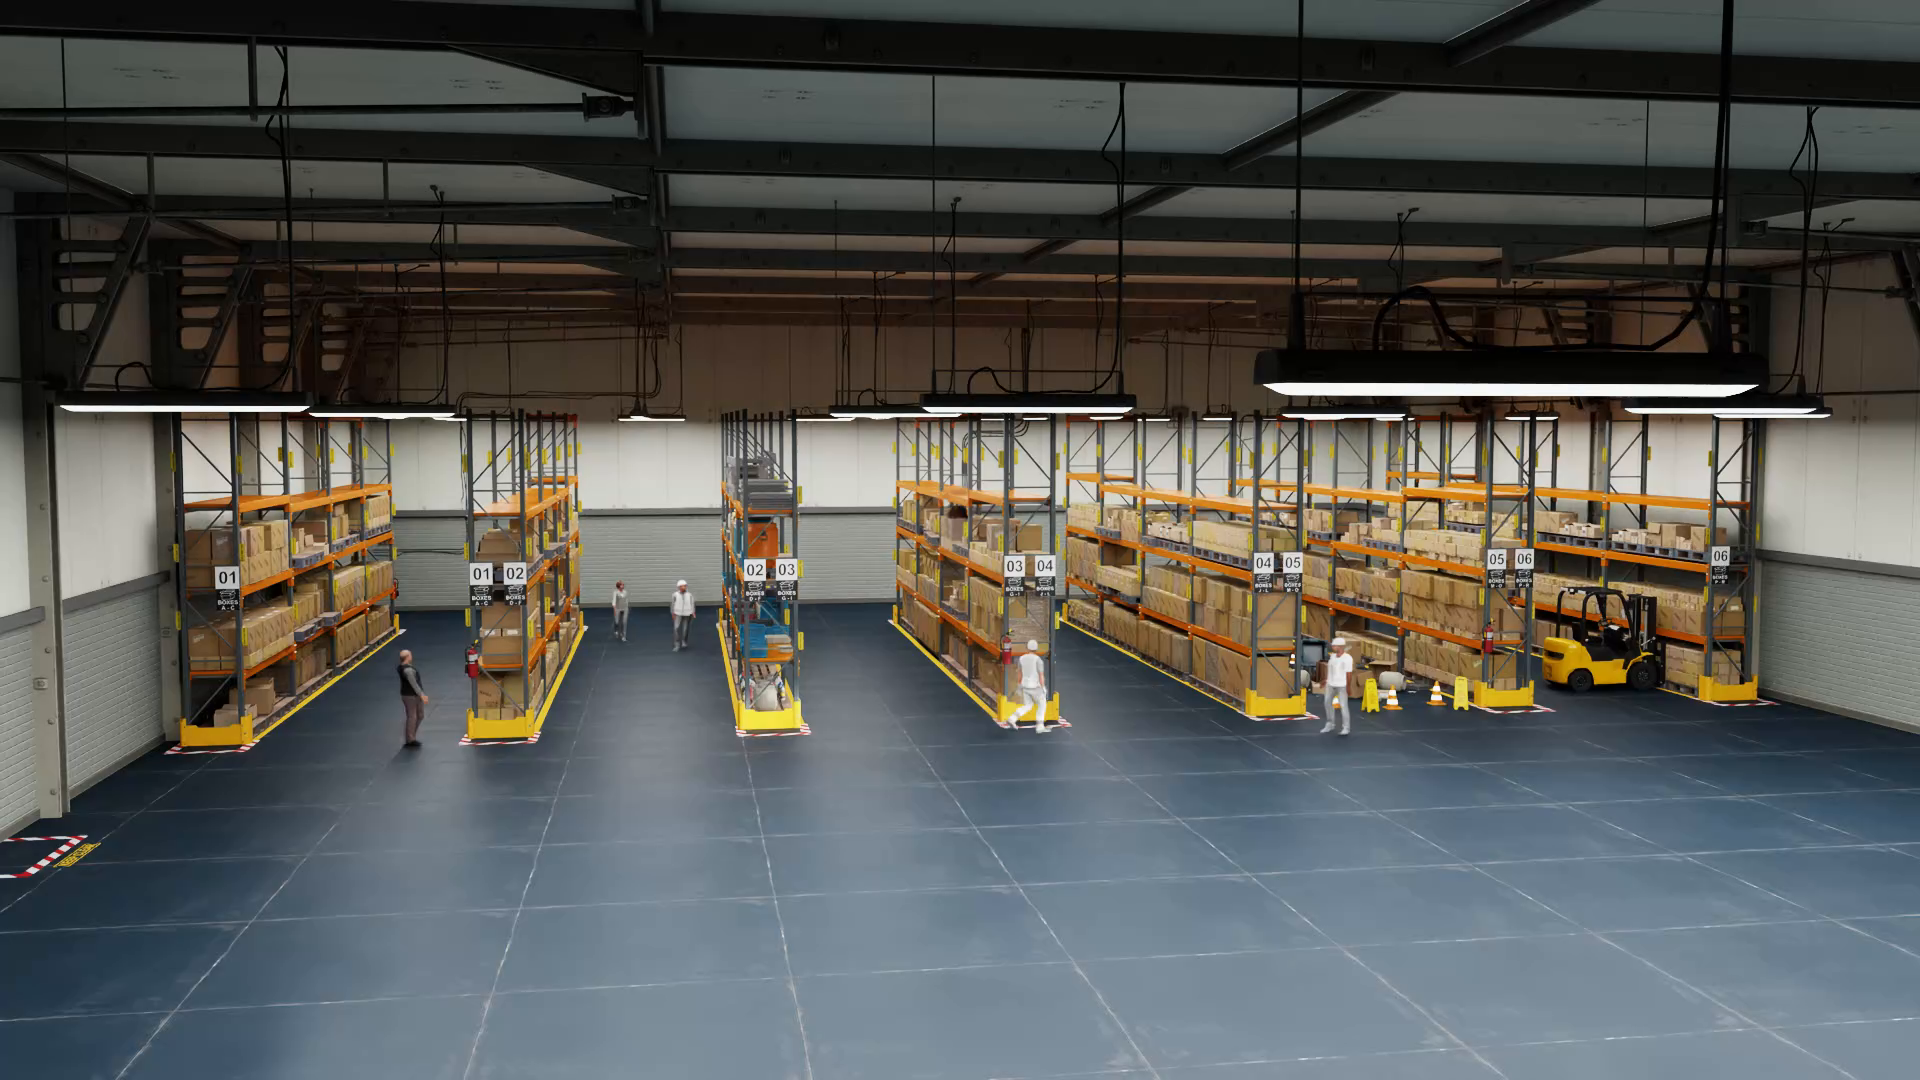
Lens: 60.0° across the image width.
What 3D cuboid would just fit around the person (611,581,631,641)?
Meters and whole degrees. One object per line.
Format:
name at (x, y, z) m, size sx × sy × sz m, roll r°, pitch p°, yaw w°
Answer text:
person at (-8.923, 1.868, 43.793) m, size 0.500 × 1.585 × 0.434 m, roll -1°, pitch 4°, yaw -14°

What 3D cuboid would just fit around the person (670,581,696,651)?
person at (-7.020, 1.899, 42.178) m, size 0.663 × 1.745 × 0.874 m, roll 0°, pitch 4°, yaw -2°

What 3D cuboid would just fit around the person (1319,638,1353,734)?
person at (6.936, 2.695, 30.738) m, size 0.378 × 1.807 × 0.711 m, roll -3°, pitch 5°, yaw -41°

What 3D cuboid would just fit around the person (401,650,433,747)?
person at (-9.671, 2.809, 29.618) m, size 0.614 × 1.718 × 0.599 m, roll 0°, pitch 4°, yaw -6°

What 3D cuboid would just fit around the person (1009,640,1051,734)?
person at (1.318, 2.715, 30.596) m, size 0.758 × 1.754 × 0.575 m, roll -2°, pitch 5°, yaw -28°
